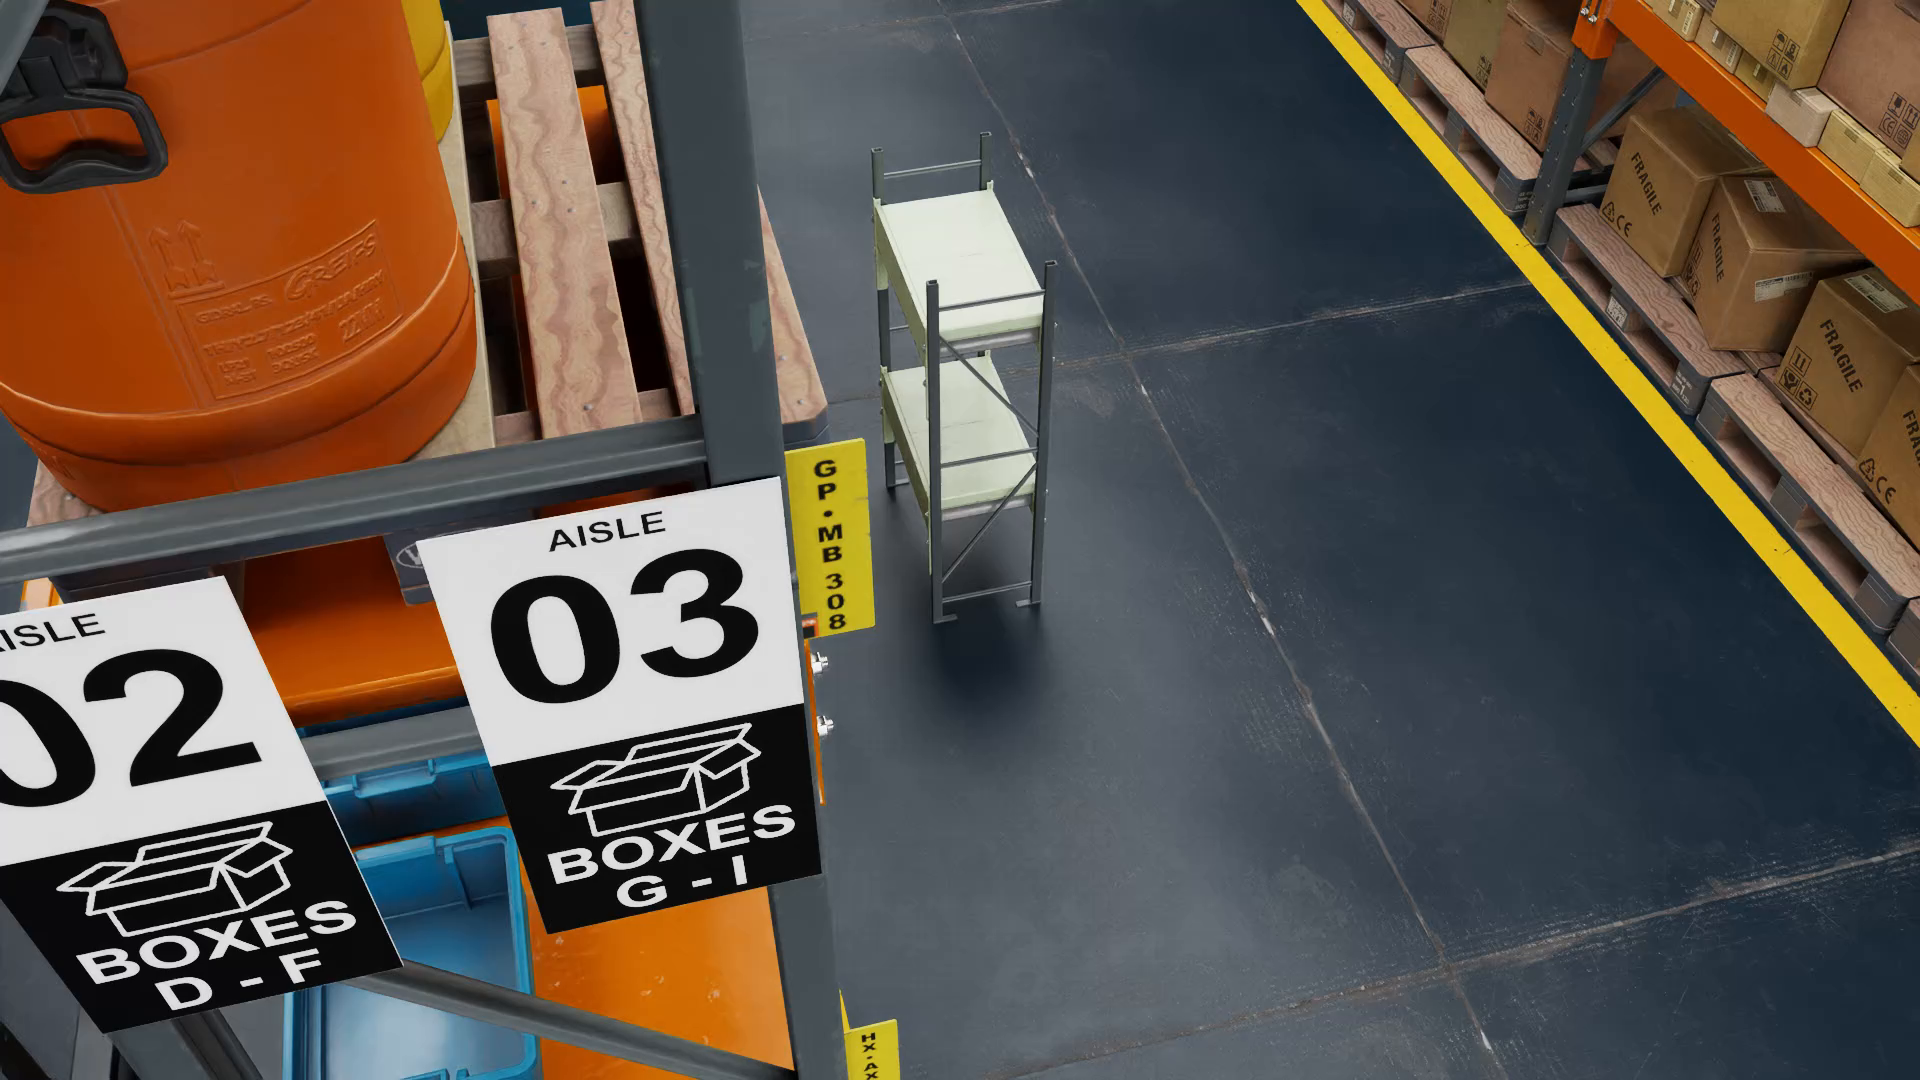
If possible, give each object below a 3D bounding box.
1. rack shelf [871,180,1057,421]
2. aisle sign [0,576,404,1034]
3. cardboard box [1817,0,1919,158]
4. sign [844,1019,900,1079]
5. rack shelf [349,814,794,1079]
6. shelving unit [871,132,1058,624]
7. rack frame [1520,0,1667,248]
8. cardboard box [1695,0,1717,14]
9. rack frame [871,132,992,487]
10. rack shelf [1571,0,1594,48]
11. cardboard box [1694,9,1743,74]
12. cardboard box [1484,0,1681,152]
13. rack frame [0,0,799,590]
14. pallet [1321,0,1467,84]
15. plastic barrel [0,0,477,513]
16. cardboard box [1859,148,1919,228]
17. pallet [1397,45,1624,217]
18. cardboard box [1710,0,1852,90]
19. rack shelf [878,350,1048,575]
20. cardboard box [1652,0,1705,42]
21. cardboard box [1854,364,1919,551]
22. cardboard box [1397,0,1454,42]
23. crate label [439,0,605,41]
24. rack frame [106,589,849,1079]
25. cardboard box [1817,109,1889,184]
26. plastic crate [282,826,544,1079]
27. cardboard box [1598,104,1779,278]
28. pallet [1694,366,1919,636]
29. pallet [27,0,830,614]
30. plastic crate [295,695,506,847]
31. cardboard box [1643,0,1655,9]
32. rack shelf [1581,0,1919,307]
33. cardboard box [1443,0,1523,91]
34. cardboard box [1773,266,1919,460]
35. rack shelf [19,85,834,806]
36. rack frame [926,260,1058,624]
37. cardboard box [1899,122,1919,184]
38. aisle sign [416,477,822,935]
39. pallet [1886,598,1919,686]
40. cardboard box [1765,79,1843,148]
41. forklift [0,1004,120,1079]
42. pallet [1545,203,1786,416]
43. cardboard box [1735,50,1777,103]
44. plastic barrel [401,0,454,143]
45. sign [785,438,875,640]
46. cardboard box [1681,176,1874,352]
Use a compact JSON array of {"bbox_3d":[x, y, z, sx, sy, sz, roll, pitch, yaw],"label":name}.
[{"bbox_3d":[0.002,-0.793,5.431,0.431,0.370,0.720,-11,47,-10],"label":"rack shelf"},{"bbox_3d":[-0.961,0.350,1.986,0.394,0.787,0.004,-11,47,-10],"label":"aisle sign"},{"bbox_3d":[3.447,-1.650,5.488,0.875,0.500,0.500,-11,47,-10],"label":"cardboard box"},{"bbox_3d":[-0.159,0.962,3.013,0.100,0.325,0.005,-11,47,-10],"label":"sign"},{"bbox_3d":[-1.204,0.027,4.627,1.077,0.370,4.000,-11,47,-10],"label":"rack shelf"},{"bbox_3d":[0.002,-0.520,5.710,0.431,1.500,0.755,-11,47,-10],"label":"shelving unit"},{"bbox_3d":[3.072,-2.511,6.611,1.000,3.000,0.127,-11,47,-10],"label":"rack frame"},{"bbox_3d":[3.127,-2.328,6.153,0.875,0.500,0.500,-11,47,-10],"label":"cardboard box"},{"bbox_3d":[-0.092,-0.773,5.957,0.400,1.500,0.023,-11,47,-10],"label":"rack frame"},{"bbox_3d":[2.560,-3.640,8.221,1.077,0.370,4.000,-11,47,-10],"label":"rack shelf"},{"bbox_3d":[2.978,-1.877,6.165,0.380,0.149,0.250,-11,47,-10],"label":"cardboard box"},{"bbox_3d":[2.935,-2.218,7.766,0.700,0.500,0.500,-14,47,-13],"label":"cardboard box"},{"bbox_3d":[-0.692,-0.944,0.874,1.000,3.000,0.127,-11,47,-10],"label":"rack frame"},{"bbox_3d":[2.555,-2.916,8.960,1.003,0.211,1.213,-11,47,-10],"label":"pallet"},{"bbox_3d":[-0.939,-0.503,1.948,0.600,0.830,0.708,-11,47,-10],"label":"plastic barrel"},{"bbox_3d":[3.233,-1.187,5.488,0.380,0.149,0.250,-11,47,-10],"label":"cardboard box"},{"bbox_3d":[2.871,-2.072,8.133,1.003,0.211,1.213,-11,47,-10],"label":"pallet"},{"bbox_3d":[3.221,-1.977,5.809,0.875,0.500,0.500,-11,47,-10],"label":"cardboard box"},{"bbox_3d":[0.002,-0.292,5.943,0.431,0.370,0.720,-11,47,-10],"label":"rack shelf"},{"bbox_3d":[2.888,-2.045,6.330,0.380,0.149,0.250,-11,47,-10],"label":"cardboard box"},{"bbox_3d":[3.624,-0.298,5.898,0.500,0.500,0.500,-7,46,-7],"label":"cardboard box"},{"bbox_3d":[2.688,-2.937,8.470,0.700,0.500,0.500,-14,47,-14],"label":"cardboard box"},{"bbox_3d":[-0.852,-1.194,3.324,0.502,0.251,0.408,-11,47,-10],"label":"crate label"},{"bbox_3d":[-0.692,1.156,3.017,1.000,3.000,0.127,-11,47,-10],"label":"rack frame"},{"bbox_3d":[3.180,-1.361,5.660,0.380,0.149,0.250,-11,47,-10],"label":"cardboard box"},{"bbox_3d":[-1.109,0.917,3.355,0.499,0.251,0.616,-11,47,-10],"label":"plastic crate"},{"bbox_3d":[3.136,-1.500,7.076,0.500,0.500,0.500,-12,47,-12],"label":"cardboard box"},{"bbox_3d":[3.594,-0.234,6.331,1.003,0.211,1.213,-11,47,-10],"label":"pallet"},{"bbox_3d":[-0.809,-0.417,2.590,1.003,0.211,1.213,-11,47,-10],"label":"pallet"},{"bbox_3d":[-1.270,0.468,3.795,0.499,0.251,0.408,-11,47,-10],"label":"plastic crate"},{"bbox_3d":[2.836,-2.220,6.501,0.380,0.149,0.250,-11,47,-10],"label":"cardboard box"},{"bbox_3d":[3.584,-0.878,5.514,1.077,0.370,4.000,-11,47,-10],"label":"rack shelf"},{"bbox_3d":[2.832,-2.551,8.092,0.700,0.500,0.500,-11,47,-11],"label":"cardboard box"},{"bbox_3d":[3.524,-0.691,6.283,0.500,0.500,0.500,-15,47,-14],"label":"cardboard box"},{"bbox_3d":[-1.204,-1.023,3.556,1.077,0.370,4.000,-11,47,-10],"label":"rack shelf"},{"bbox_3d":[0.095,-0.268,5.462,0.400,1.500,0.023,-11,47,-10],"label":"rack frame"},{"bbox_3d":[3.535,-1.297,5.143,0.875,0.500,0.500,-11,47,-10],"label":"cardboard box"},{"bbox_3d":[-0.390,0.242,2.092,0.394,0.787,0.004,-11,47,-10],"label":"aisle sign"},{"bbox_3d":[3.903,0.607,5.508,1.003,0.211,1.213,-11,47,-10],"label":"pallet"},{"bbox_3d":[3.076,-1.526,5.821,0.380,0.149,0.250,-11,47,-10],"label":"cardboard box"},{"bbox_3d":[-2.474,1.137,3.084,1.130,2.935,3.031,-10,46,-10],"label":"forklift"},{"bbox_3d":[3.278,-1.078,7.158,1.003,0.211,1.213,-11,47,-10],"label":"pallet"},{"bbox_3d":[3.051,-1.706,5.998,0.380,0.149,0.250,-11,47,-10],"label":"cardboard box"},{"bbox_3d":[-1.107,-0.870,2.477,0.600,0.588,0.600,0,46,0],"label":"plastic barrel"},{"bbox_3d":[-0.159,0.006,2.038,0.100,0.325,0.005,-11,47,-10],"label":"sign"},{"bbox_3d":[3.290,-1.106,6.689,0.500,0.500,0.500,3,46,2],"label":"cardboard box"}]
